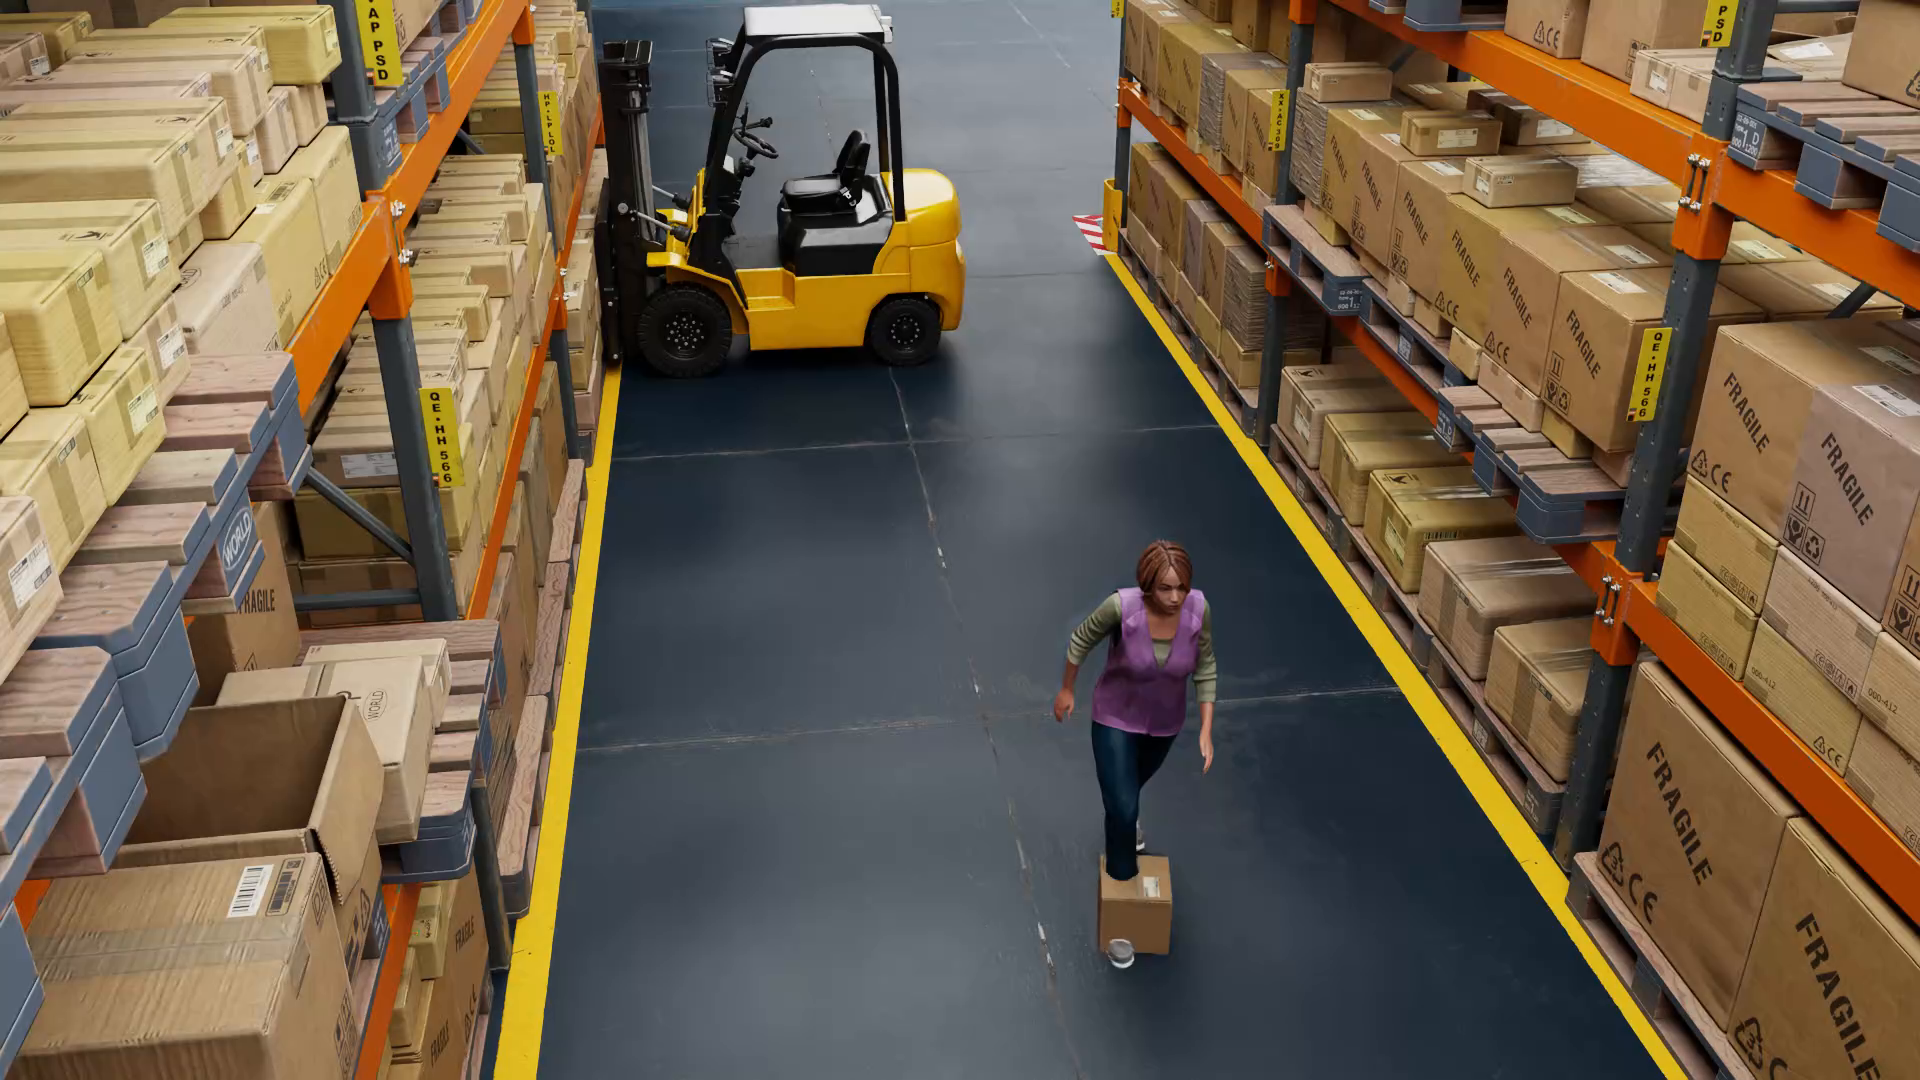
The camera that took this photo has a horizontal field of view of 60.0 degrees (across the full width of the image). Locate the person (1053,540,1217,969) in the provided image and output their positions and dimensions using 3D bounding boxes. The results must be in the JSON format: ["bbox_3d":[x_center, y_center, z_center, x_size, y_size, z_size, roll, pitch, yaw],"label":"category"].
[{"bbox_3d":[0.627,0.639,5.965,0.520,1.549,0.855,-7,28,-12],"label":"person"}]
